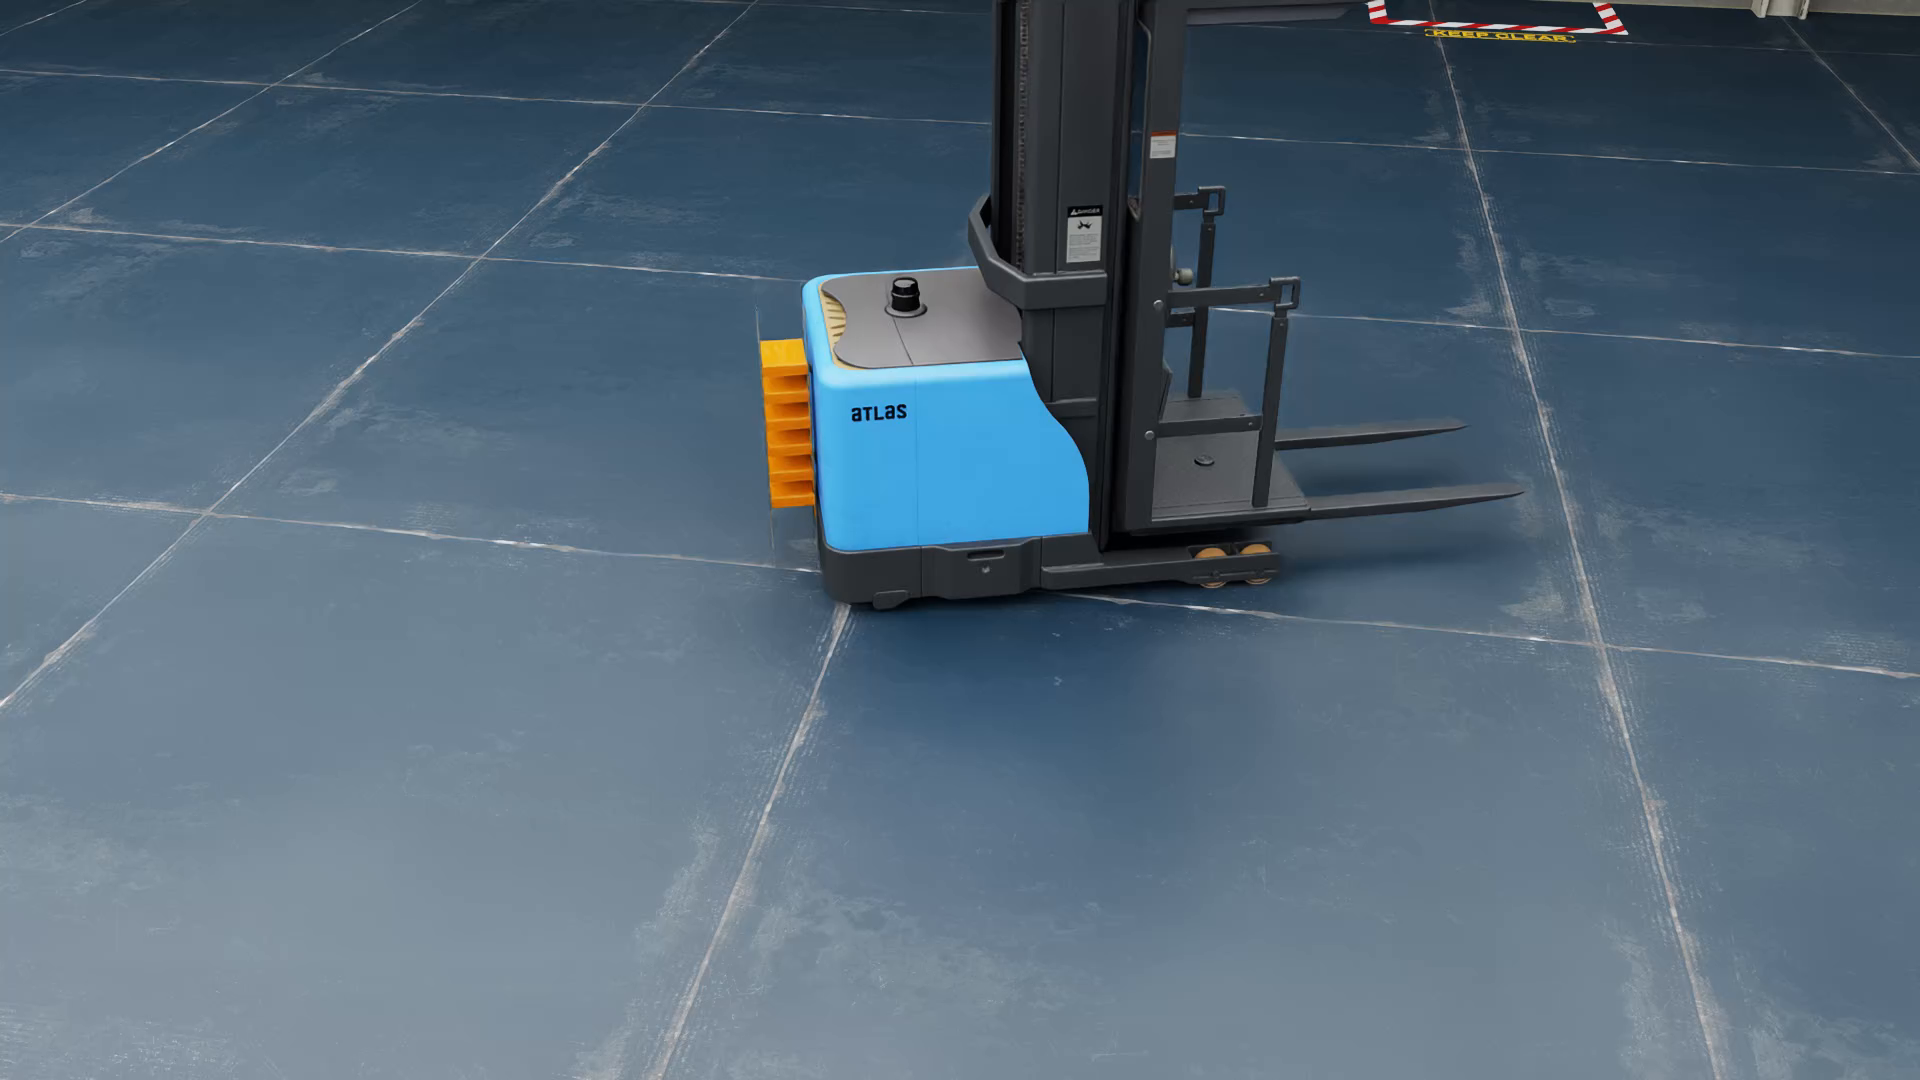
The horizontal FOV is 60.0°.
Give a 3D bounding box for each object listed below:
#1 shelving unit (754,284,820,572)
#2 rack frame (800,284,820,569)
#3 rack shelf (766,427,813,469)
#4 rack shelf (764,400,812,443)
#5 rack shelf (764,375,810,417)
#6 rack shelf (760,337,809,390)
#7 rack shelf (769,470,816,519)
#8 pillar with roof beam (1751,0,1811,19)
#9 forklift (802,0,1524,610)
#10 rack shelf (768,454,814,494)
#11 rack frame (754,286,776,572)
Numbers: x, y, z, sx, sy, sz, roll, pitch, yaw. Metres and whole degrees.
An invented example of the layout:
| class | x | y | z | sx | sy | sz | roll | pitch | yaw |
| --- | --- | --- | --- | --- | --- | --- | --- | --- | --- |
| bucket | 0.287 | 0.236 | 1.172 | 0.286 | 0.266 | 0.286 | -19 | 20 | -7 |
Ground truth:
| class | x | y | z | sx | sy | sz | roll | pitch | yaw |
| --- | --- | --- | --- | --- | --- | --- | --- | --- | --- |
| shelving unit | -0.707 | -0.442 | 6.825 | 0.189 | 1.200 | 0.258 | -5 | 32 | -7 |
| rack frame | -0.616 | -0.449 | 6.837 | 0.006 | 1.200 | 0.240 | -5 | 32 | -7 |
| rack shelf | -0.707 | -0.404 | 6.849 | 0.180 | 0.103 | 0.258 | -5 | 32 | -7 |
| rack shelf | -0.707 | -0.506 | 6.785 | 0.180 | 0.103 | 0.258 | -5 | 32 | -7 |
| rack shelf | -0.707 | -0.608 | 6.722 | 0.180 | 0.103 | 0.258 | -5 | 32 | -7 |
| rack shelf | -0.707 | -0.709 | 6.658 | 0.180 | 0.103 | 0.258 | -5 | 32 | -7 |
| rack shelf | -0.707 | -0.201 | 6.976 | 0.180 | 0.103 | 0.258 | -5 | 32 | -7 |
| pillar with roof beam | 6.490 | -6.204 | 8.681 | 0.400 | 9.000 | 9.100 | 5 | 32 | 8 |
| forklift | 0.887 | -1.314 | 6.587 | 3.031 | 2.935 | 1.130 | -5 | 32 | -7 |
| rack shelf | -0.707 | -0.303 | 6.913 | 0.180 | 0.103 | 0.258 | -5 | 32 | -7 |
| rack frame | -0.797 | -0.435 | 6.814 | 0.006 | 1.200 | 0.240 | -5 | 32 | -7 |
